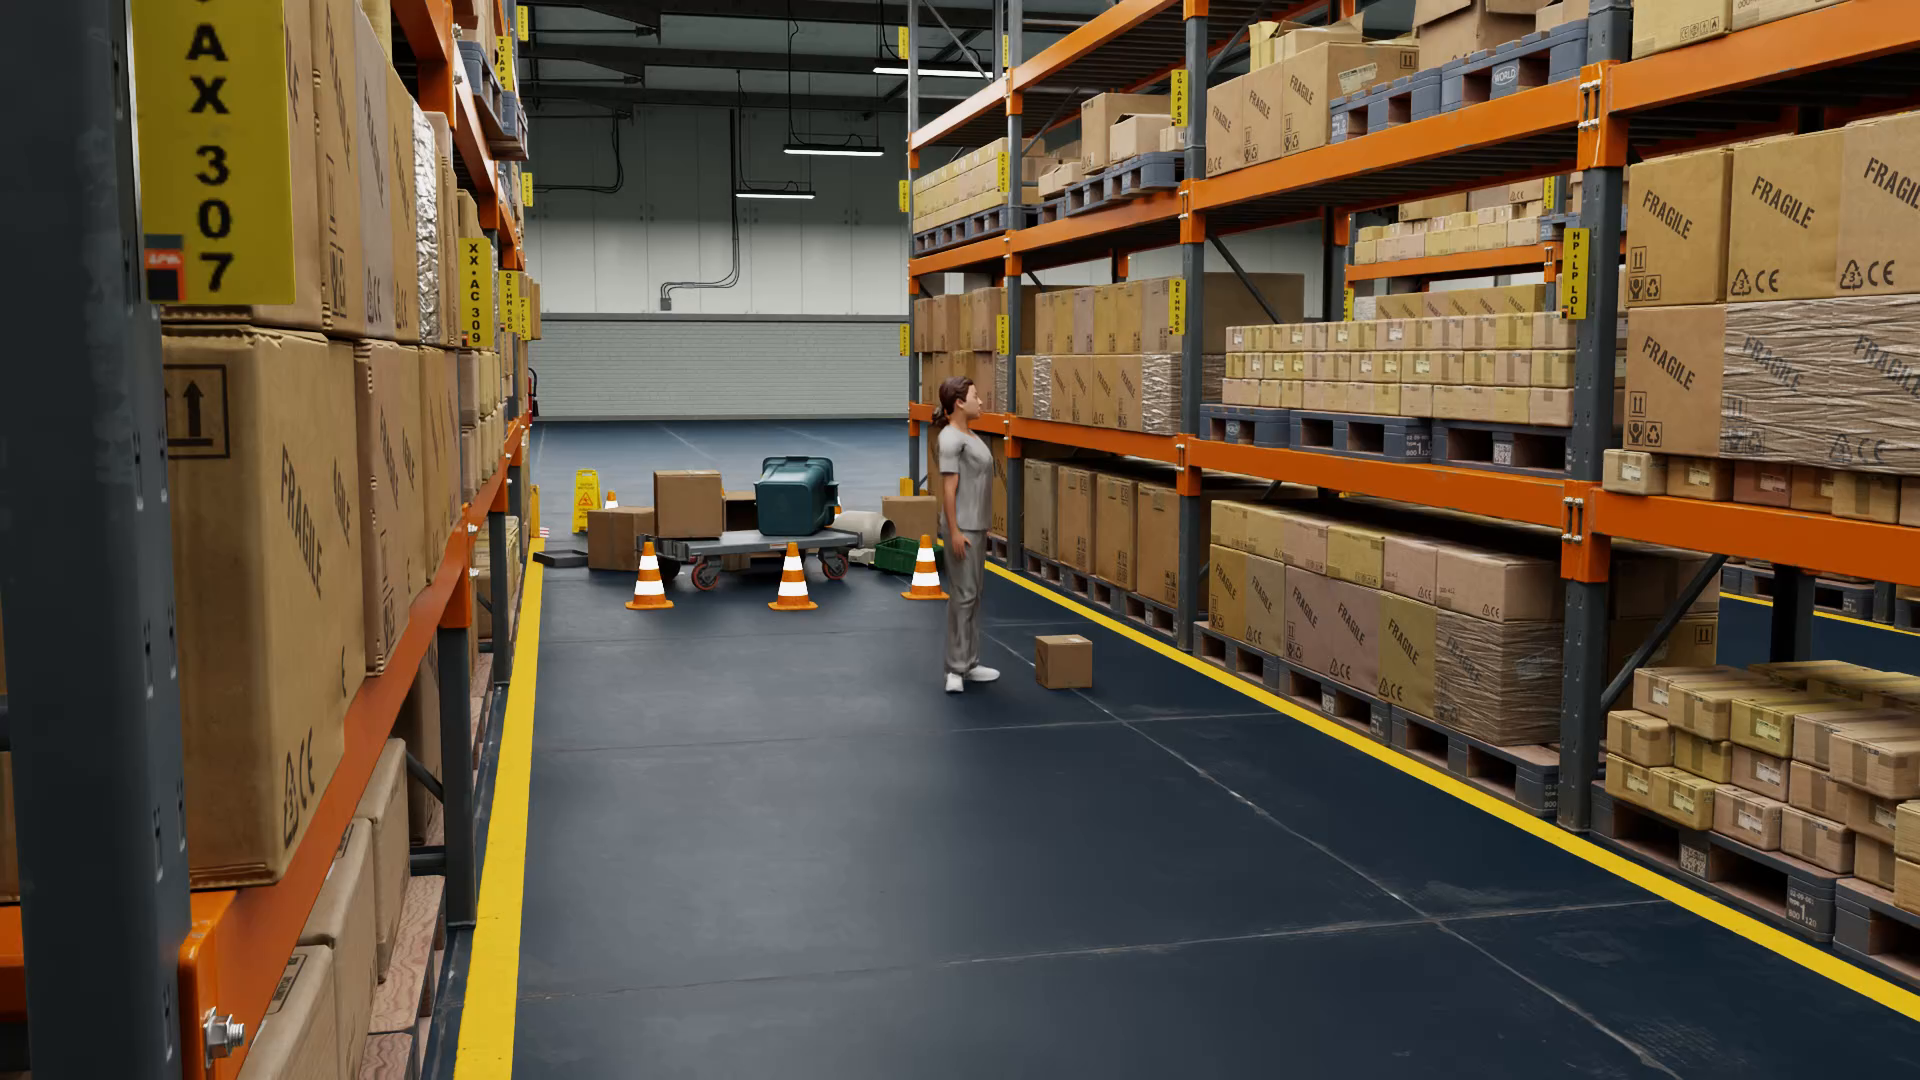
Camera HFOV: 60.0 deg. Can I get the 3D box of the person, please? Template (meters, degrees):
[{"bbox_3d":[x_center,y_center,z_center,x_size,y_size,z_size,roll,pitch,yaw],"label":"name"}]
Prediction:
[{"bbox_3d":[0.011,-0.044,8.991,0.361,1.682,0.553,2,6,14],"label":"person"}]
